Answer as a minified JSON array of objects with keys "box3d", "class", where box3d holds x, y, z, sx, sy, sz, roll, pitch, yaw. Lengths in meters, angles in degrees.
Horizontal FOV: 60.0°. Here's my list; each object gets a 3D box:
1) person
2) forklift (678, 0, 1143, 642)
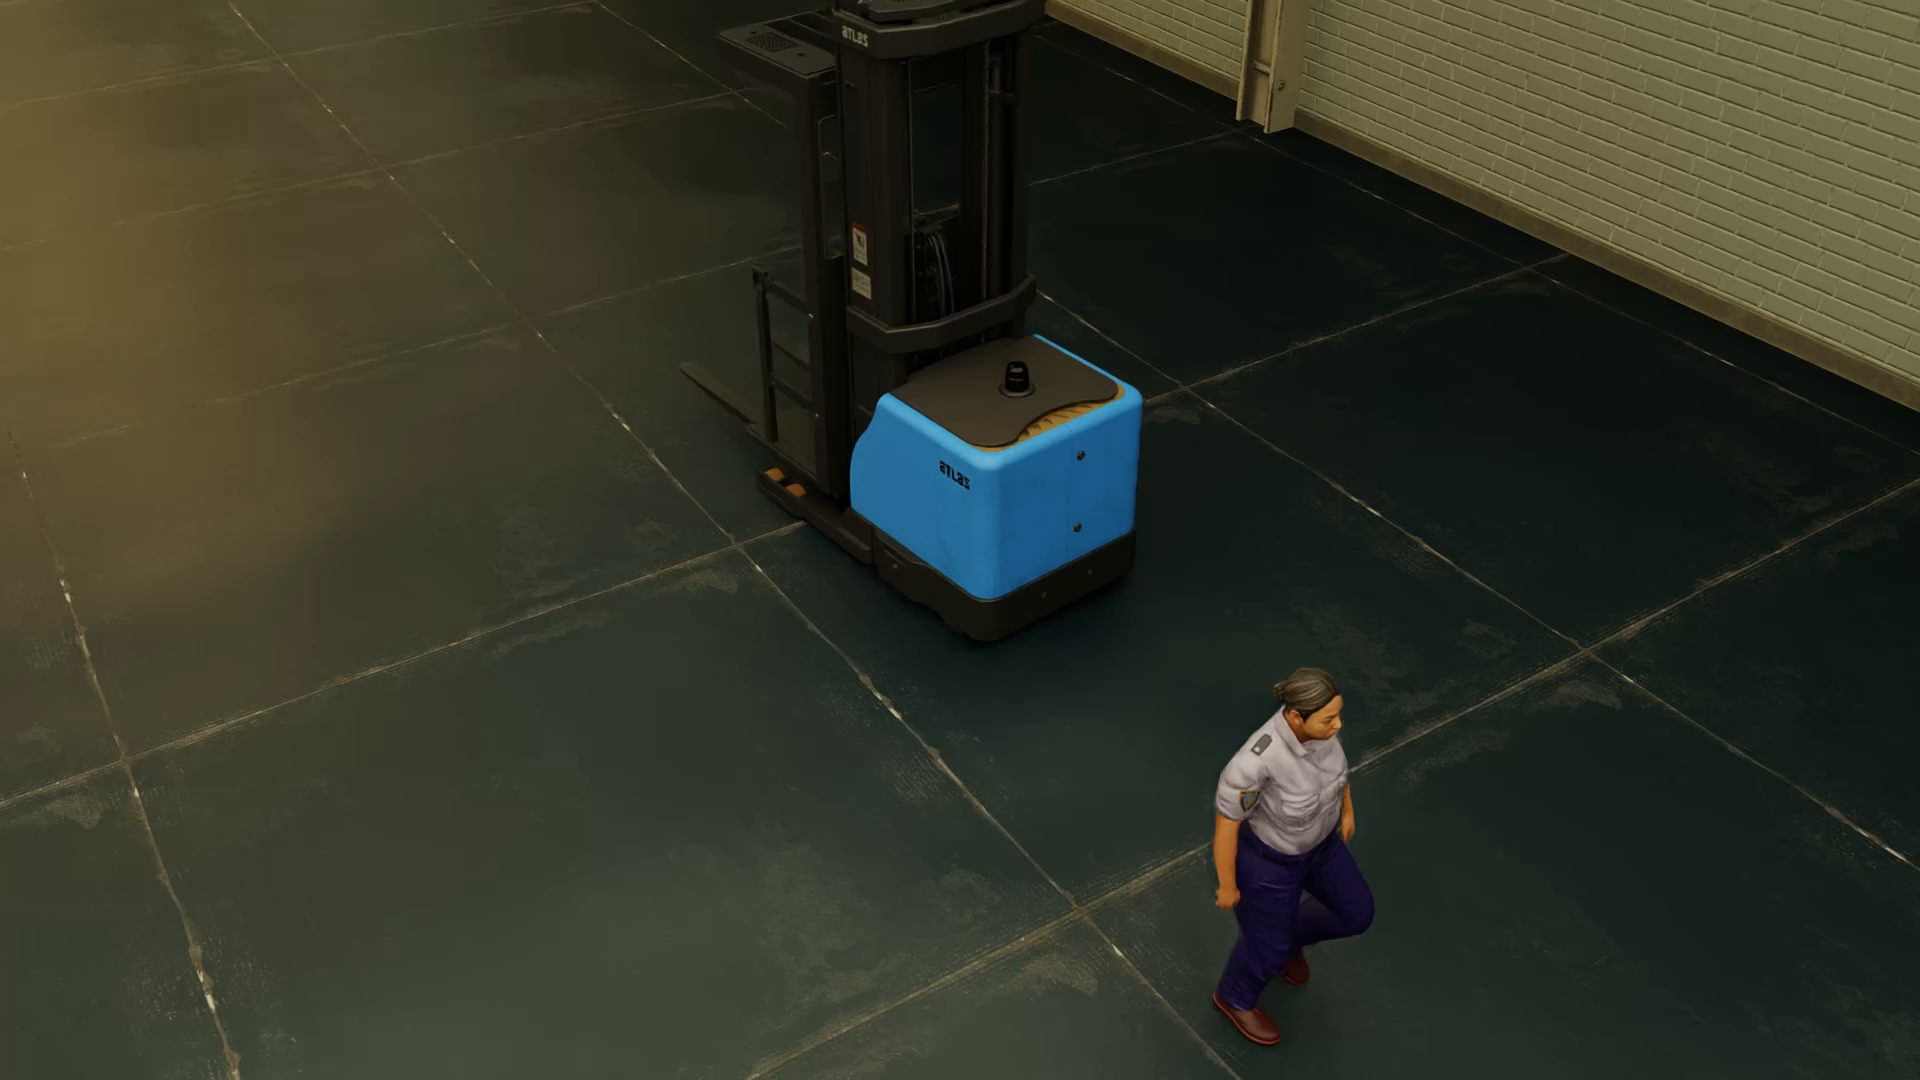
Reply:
[{"box3d":[1.164,1.095,5.725,0.457,1.631,0.613,29,45,35],"class":"person"},{"box3d":[-0.444,-1.497,8.278,1.130,2.935,3.031,-25,42,-31],"class":"forklift"}]
